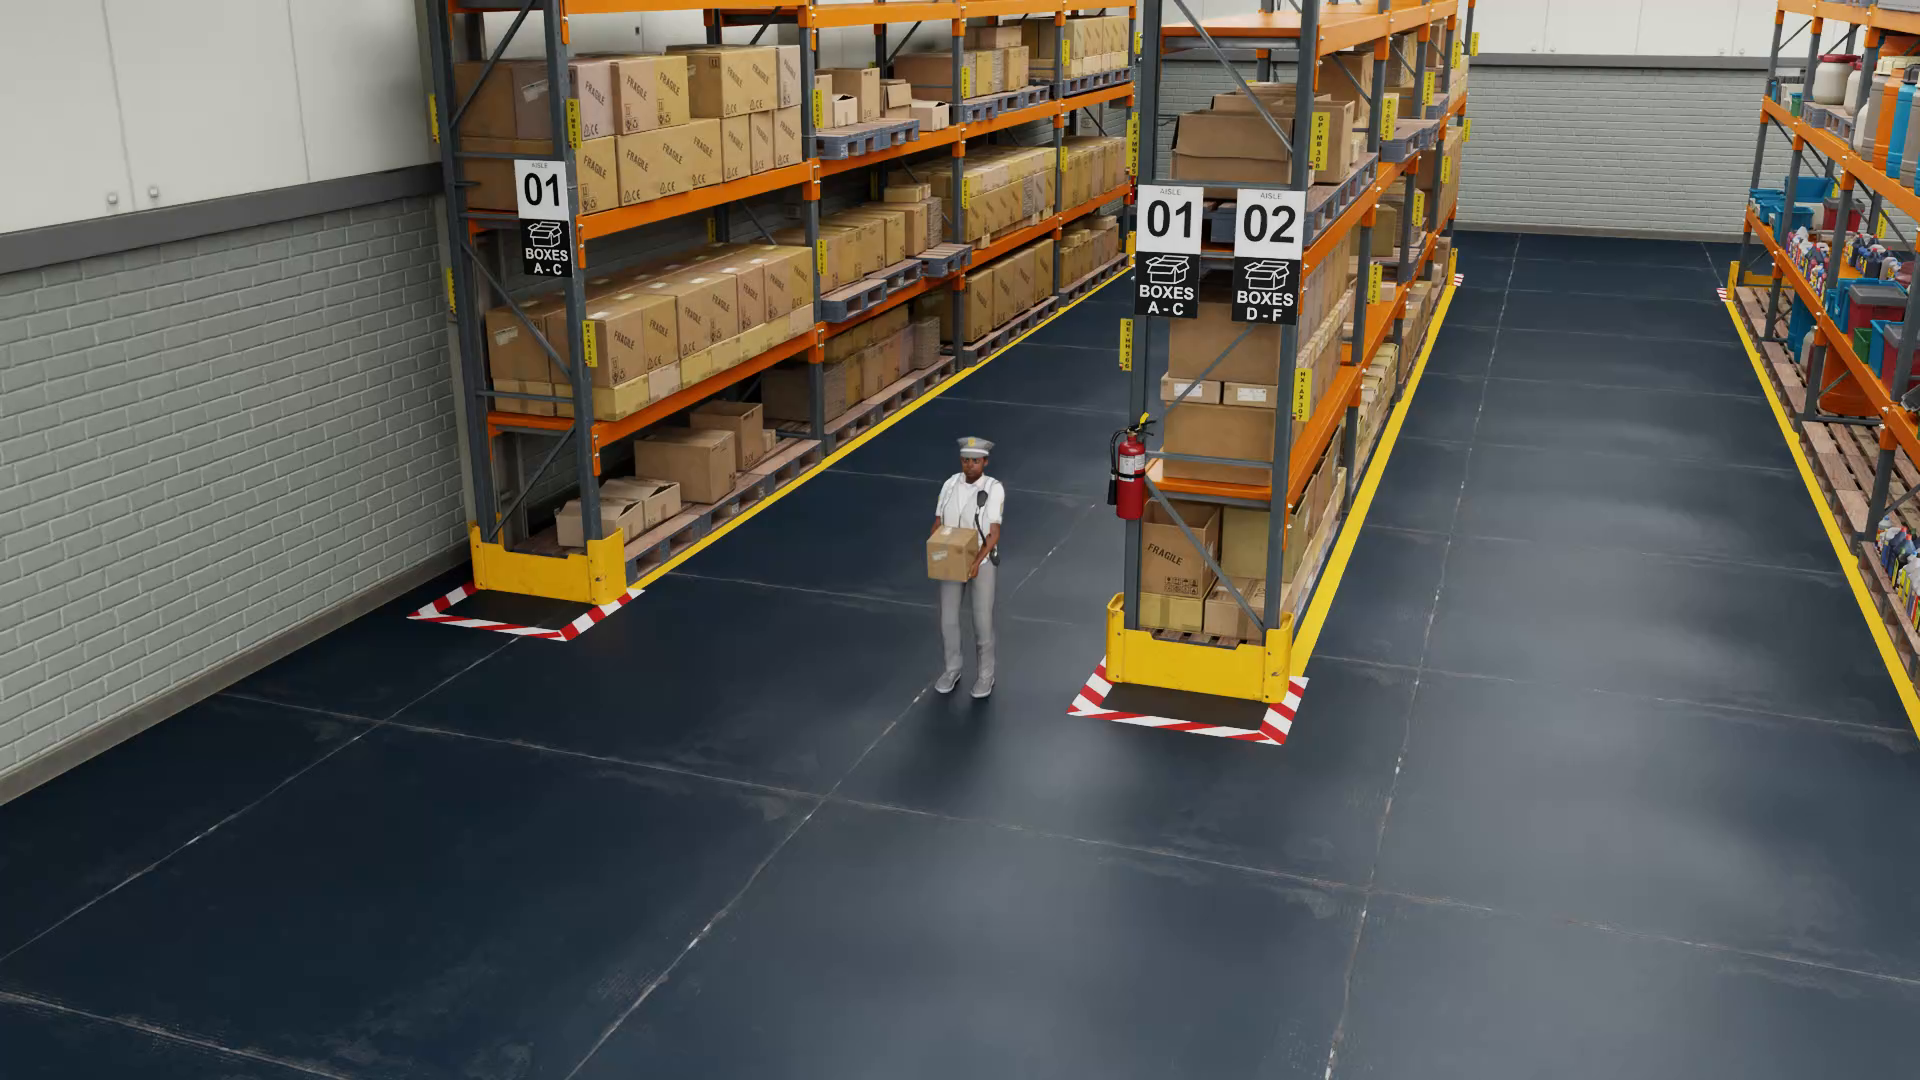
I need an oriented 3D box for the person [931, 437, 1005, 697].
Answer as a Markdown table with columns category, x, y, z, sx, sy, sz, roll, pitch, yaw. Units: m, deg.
| category | x | y | z | sx | sy | sz | roll | pitch | yaw |
| --- | --- | --- | --- | --- | --- | --- | --- | --- | --- |
| person | 0.026 | 0.174 | 10.511 | 0.450 | 1.688 | 0.534 | 7 | 20 | 19 |
